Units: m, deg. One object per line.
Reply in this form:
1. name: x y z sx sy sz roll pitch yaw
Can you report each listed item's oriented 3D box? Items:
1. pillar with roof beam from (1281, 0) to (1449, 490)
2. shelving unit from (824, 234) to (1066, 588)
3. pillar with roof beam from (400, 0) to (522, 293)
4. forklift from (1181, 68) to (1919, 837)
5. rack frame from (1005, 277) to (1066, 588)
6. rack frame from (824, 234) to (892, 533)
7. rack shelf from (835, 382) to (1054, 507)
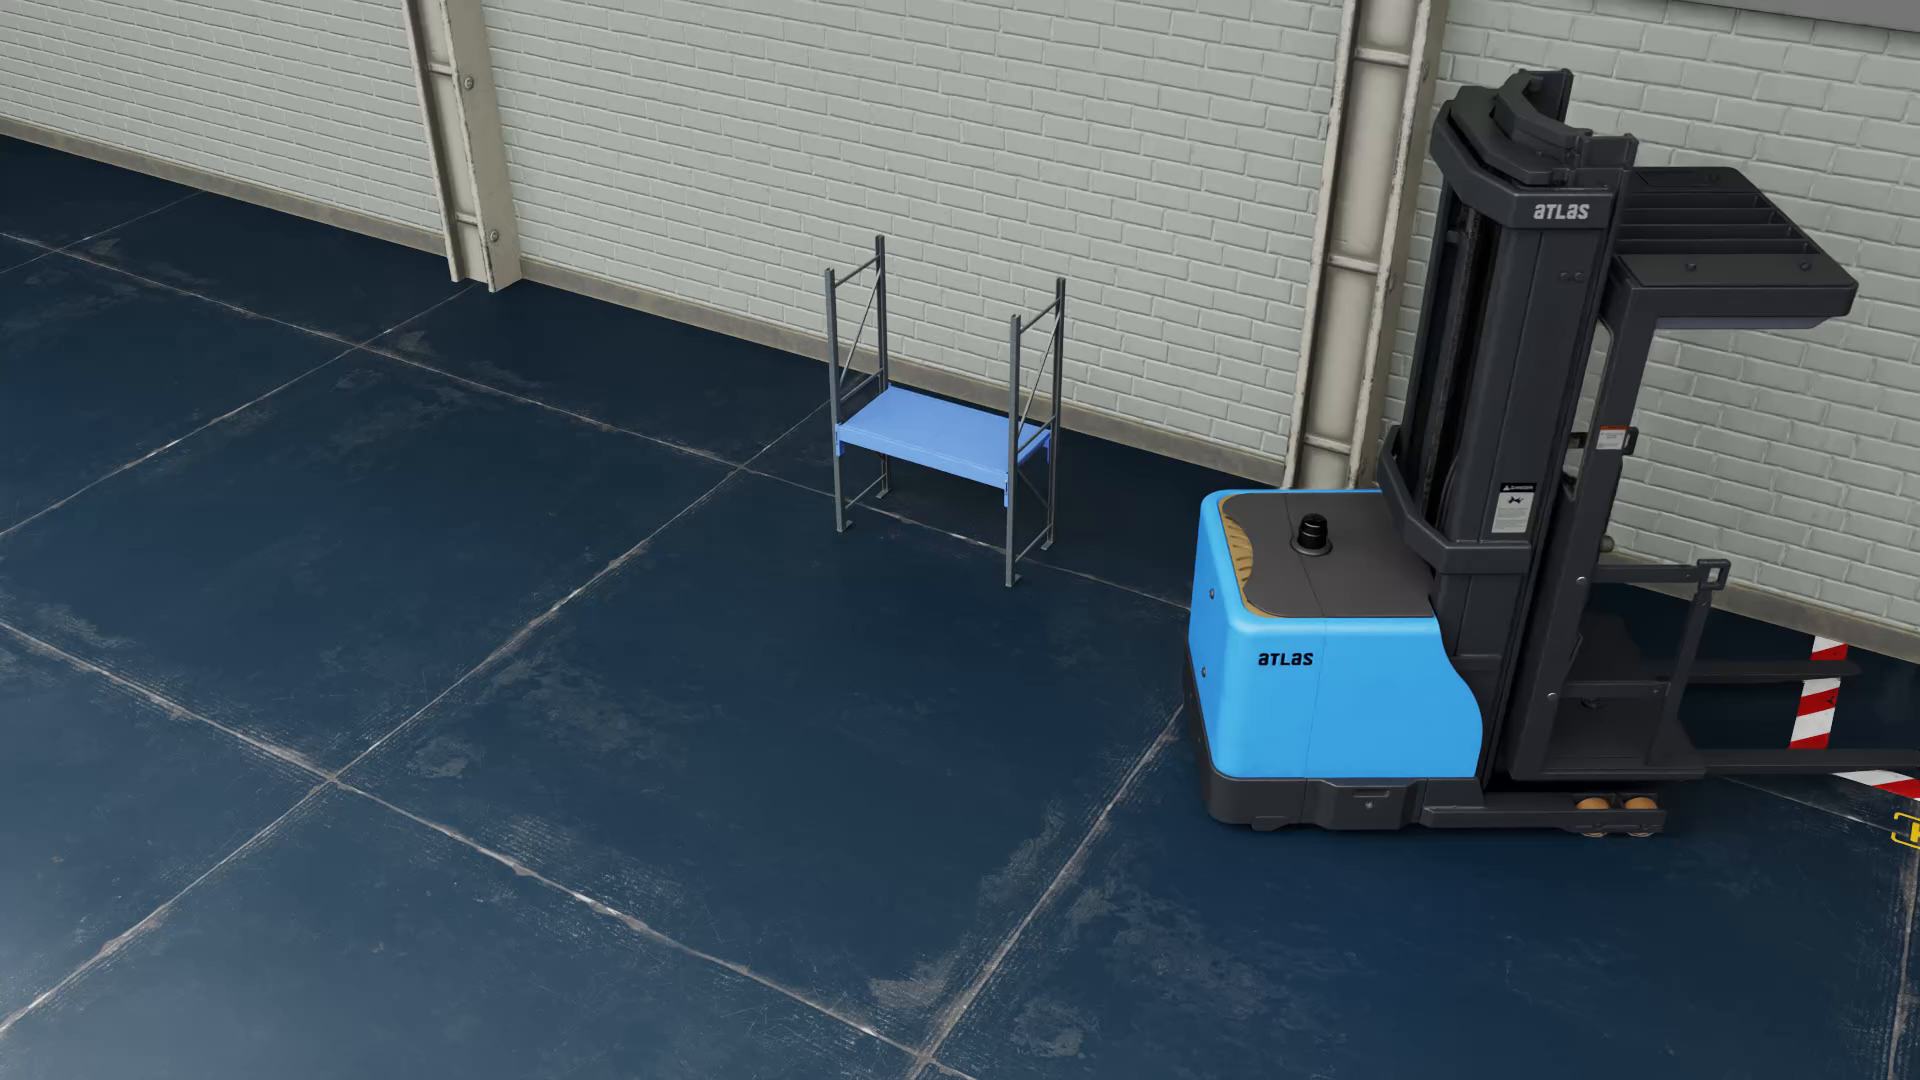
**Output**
1. pillar with roof beam: -0.176 -1.828 3.376 0.400 9.000 9.100 18 37 24
2. shelving unit: -0.074 -0.648 8.370 1.048 1.500 0.538 18 37 24
3. pillar with roof beam: -5.386 -3.478 5.854 0.400 9.000 9.100 18 37 24
4. forklift: 2.536 -0.284 6.532 3.031 2.935 1.130 0 34 0
5. rack frame: 0.367 -0.508 8.160 0.032 1.500 0.500 18 37 24
6. rack frame: -0.515 -0.788 8.579 0.032 1.500 0.500 18 37 24
7. rack shelf: -0.074 -0.498 8.469 1.000 0.185 0.538 18 37 24
